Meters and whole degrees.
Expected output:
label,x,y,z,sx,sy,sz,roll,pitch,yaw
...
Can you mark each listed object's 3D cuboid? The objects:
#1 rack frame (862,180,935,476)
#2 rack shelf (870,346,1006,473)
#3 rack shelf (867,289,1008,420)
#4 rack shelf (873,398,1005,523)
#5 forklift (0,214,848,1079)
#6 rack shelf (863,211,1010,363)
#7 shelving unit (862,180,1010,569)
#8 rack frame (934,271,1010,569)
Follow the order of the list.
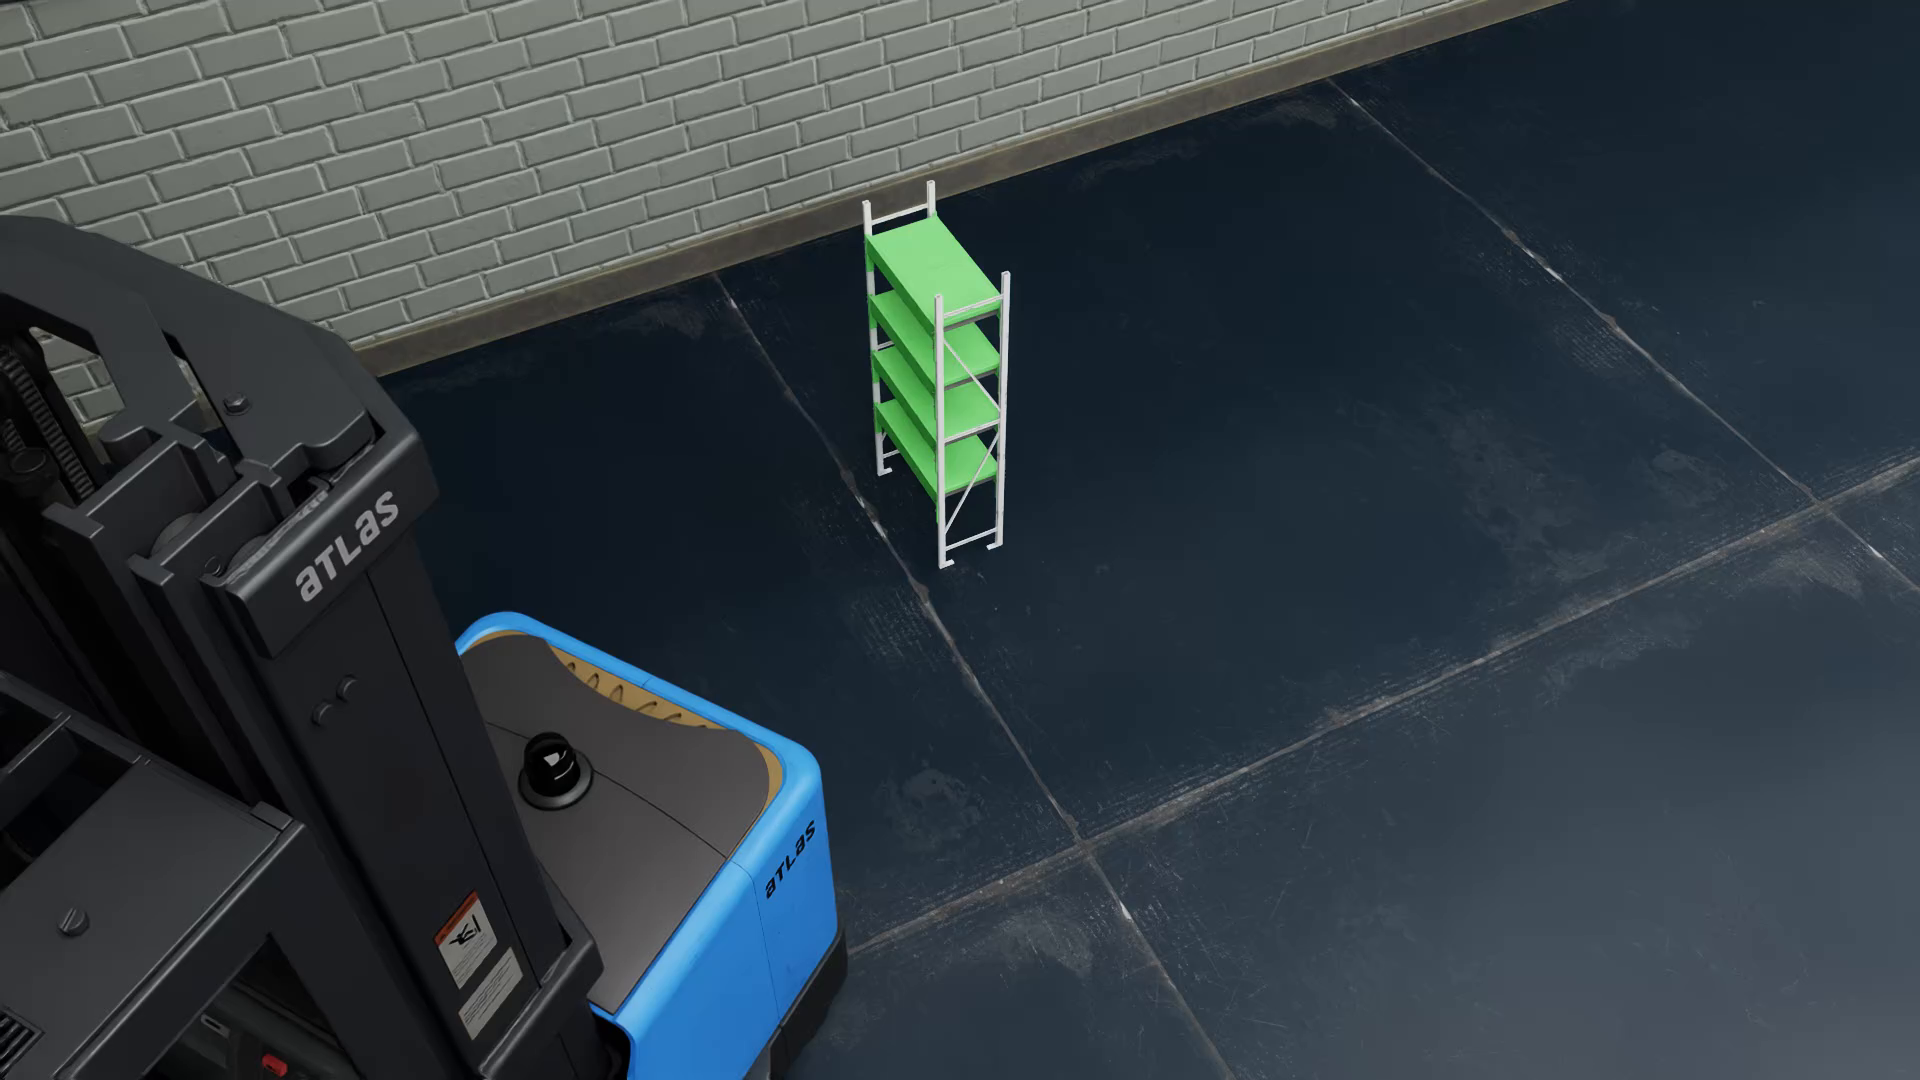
label,x,y,z,sx,sy,sz,roll,pitch,yaw
rack frame,-0.187,-0.669,5.538,0.240,1.200,0.015,-21,52,-18
rack shelf,-0.076,-0.464,5.443,0.258,0.148,0.480,-21,52,-18
rack shelf,-0.076,-0.622,5.263,0.258,0.148,0.480,-21,52,-18
rack shelf,-0.076,-0.306,5.624,0.258,0.148,0.480,-21,52,-18
forklift,-1.459,1.047,2.887,1.130,2.935,3.031,22,52,18
rack shelf,-0.076,-0.780,5.082,0.258,0.148,0.480,-21,52,-18
shelving unit,-0.076,-0.506,5.395,0.258,1.200,0.503,-21,52,-18
rack frame,0.036,-0.342,5.252,0.240,1.200,0.015,-21,52,-18
